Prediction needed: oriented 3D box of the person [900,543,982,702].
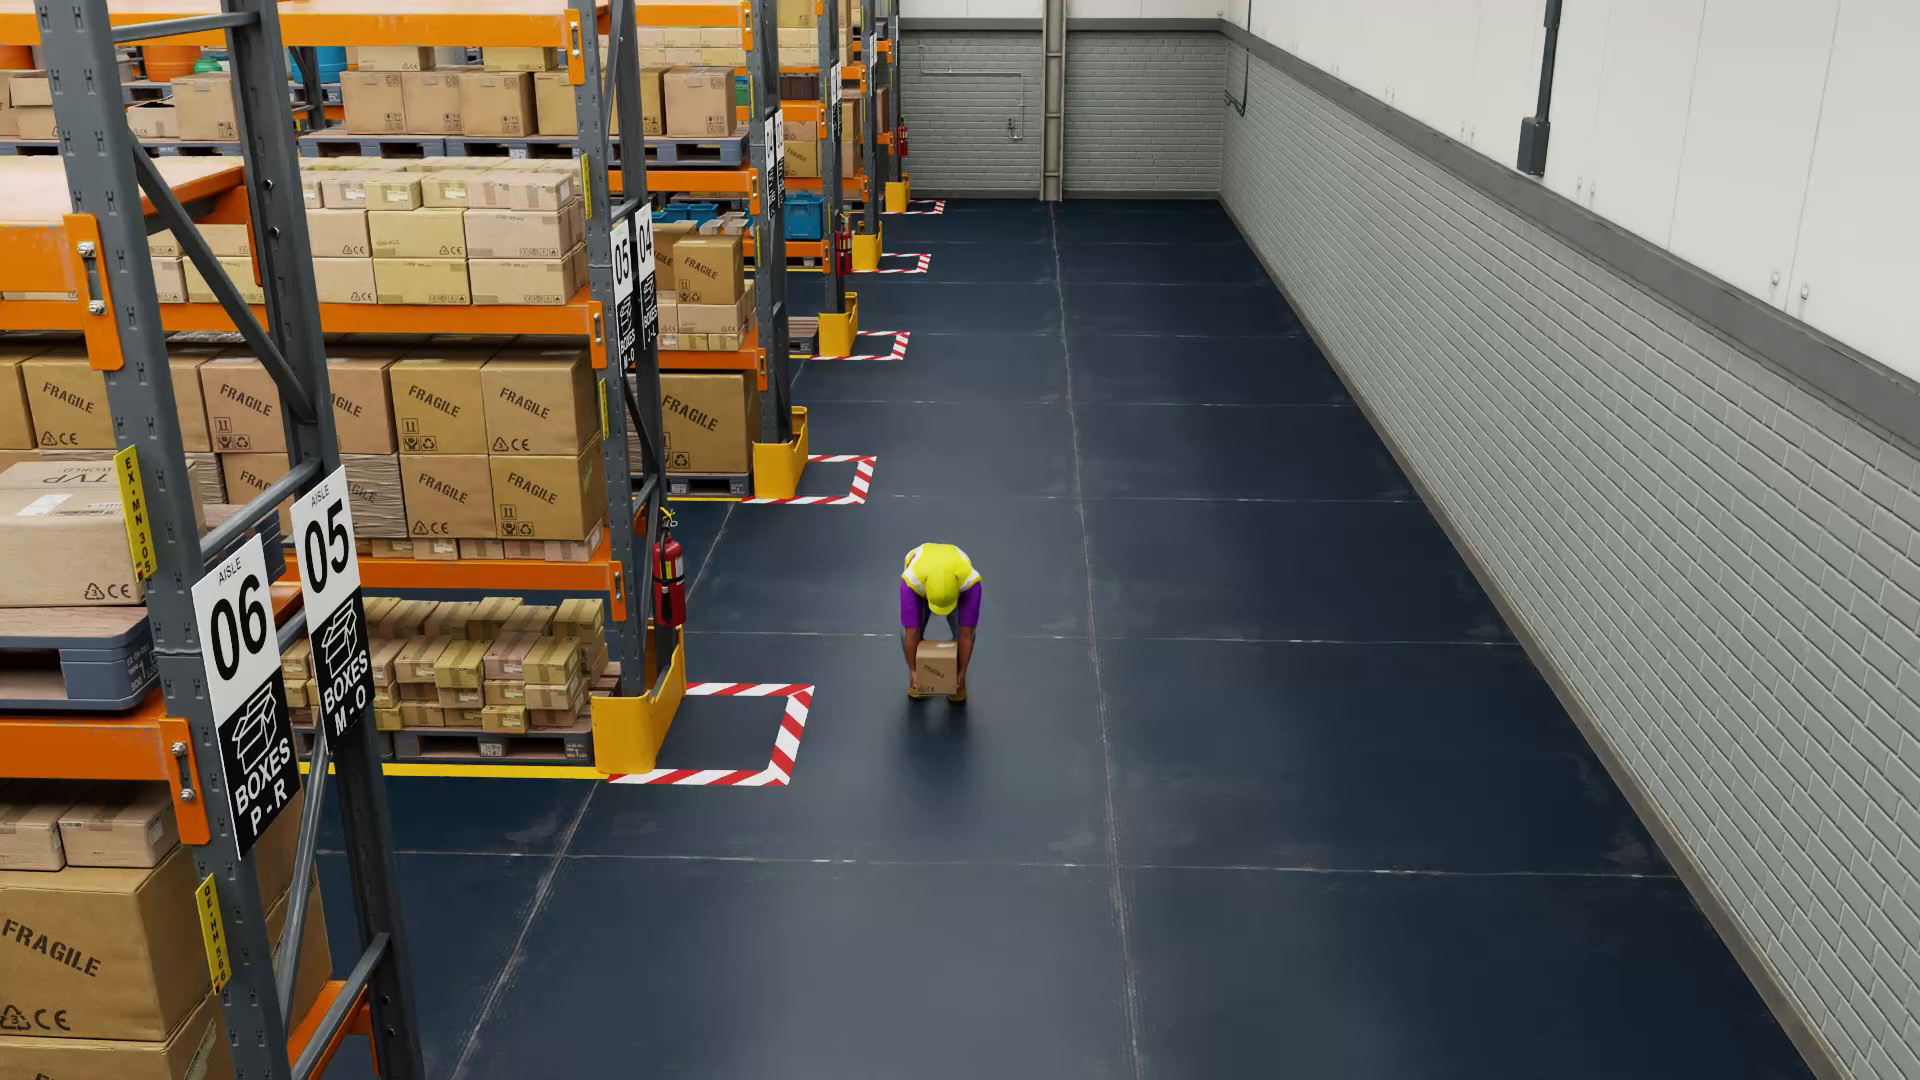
[{"bbox_3d":[-0.124,0.557,10.572,0.515,1.056,0.925,0,21,-1],"label":"person"}]
